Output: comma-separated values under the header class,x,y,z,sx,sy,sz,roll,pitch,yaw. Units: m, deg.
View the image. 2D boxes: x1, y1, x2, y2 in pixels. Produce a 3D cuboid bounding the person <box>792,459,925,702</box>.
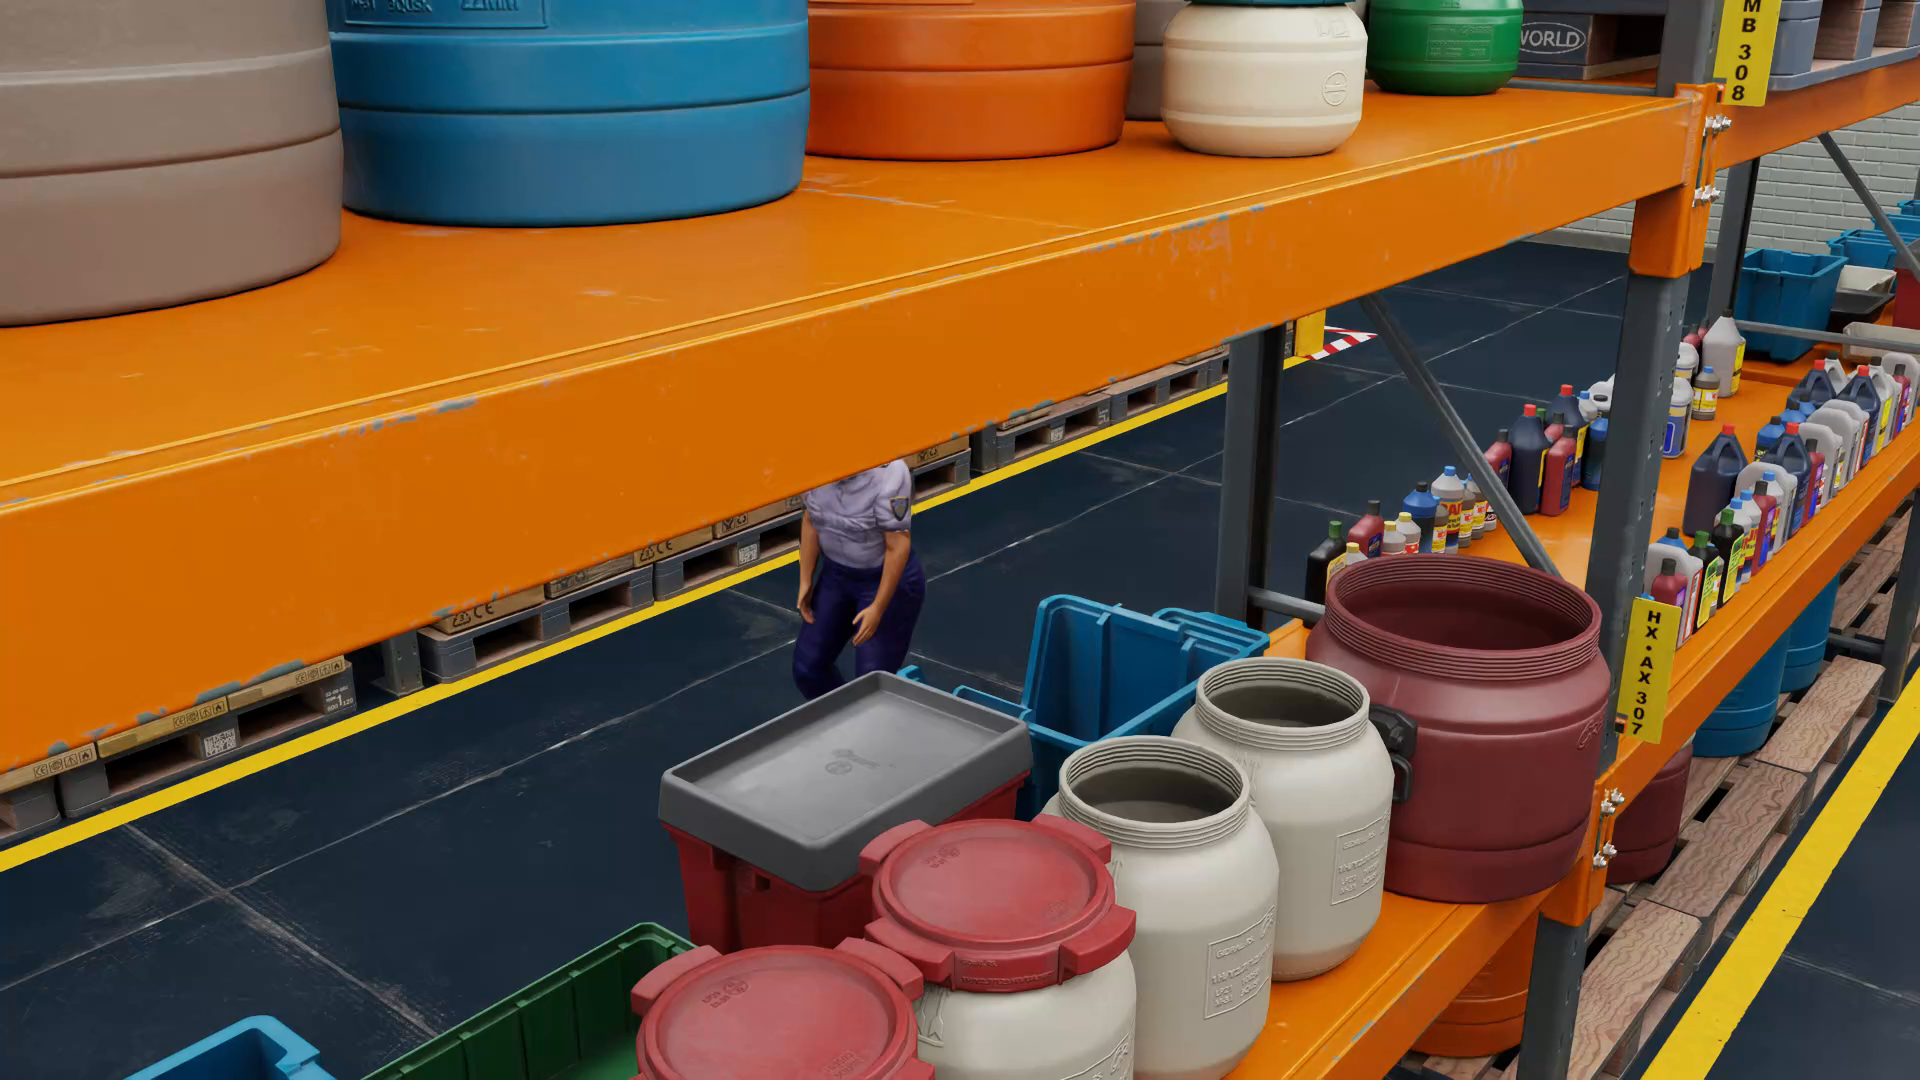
class,x,y,z,sx,sy,sz,roll,pitch,yaw
person,-0.362,0.197,6.231,0.515,1.546,0.485,17,26,38
